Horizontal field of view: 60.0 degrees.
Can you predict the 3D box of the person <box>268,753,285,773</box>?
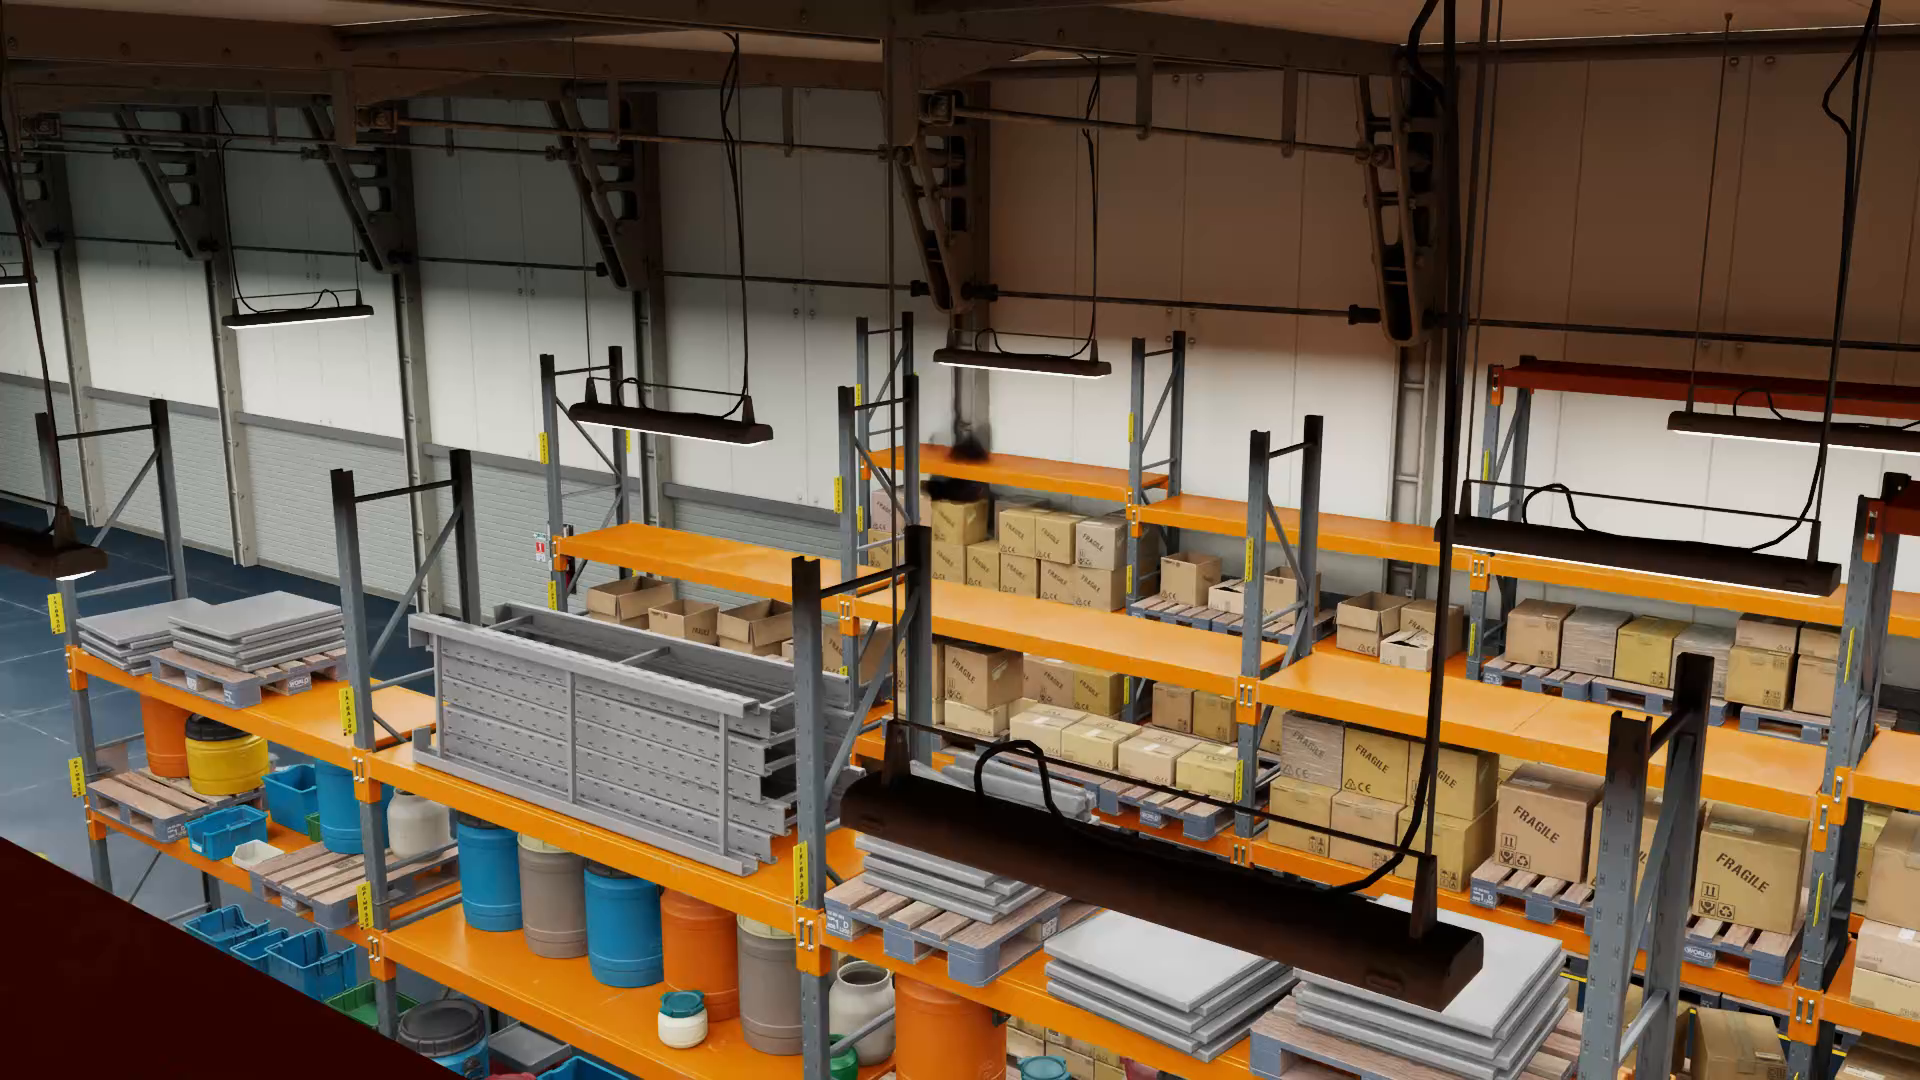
[{"bbox_3d":[-7.166,3.105,18.297,1.018,1.736,0.698,-9,16,-35],"label":"person"}]
